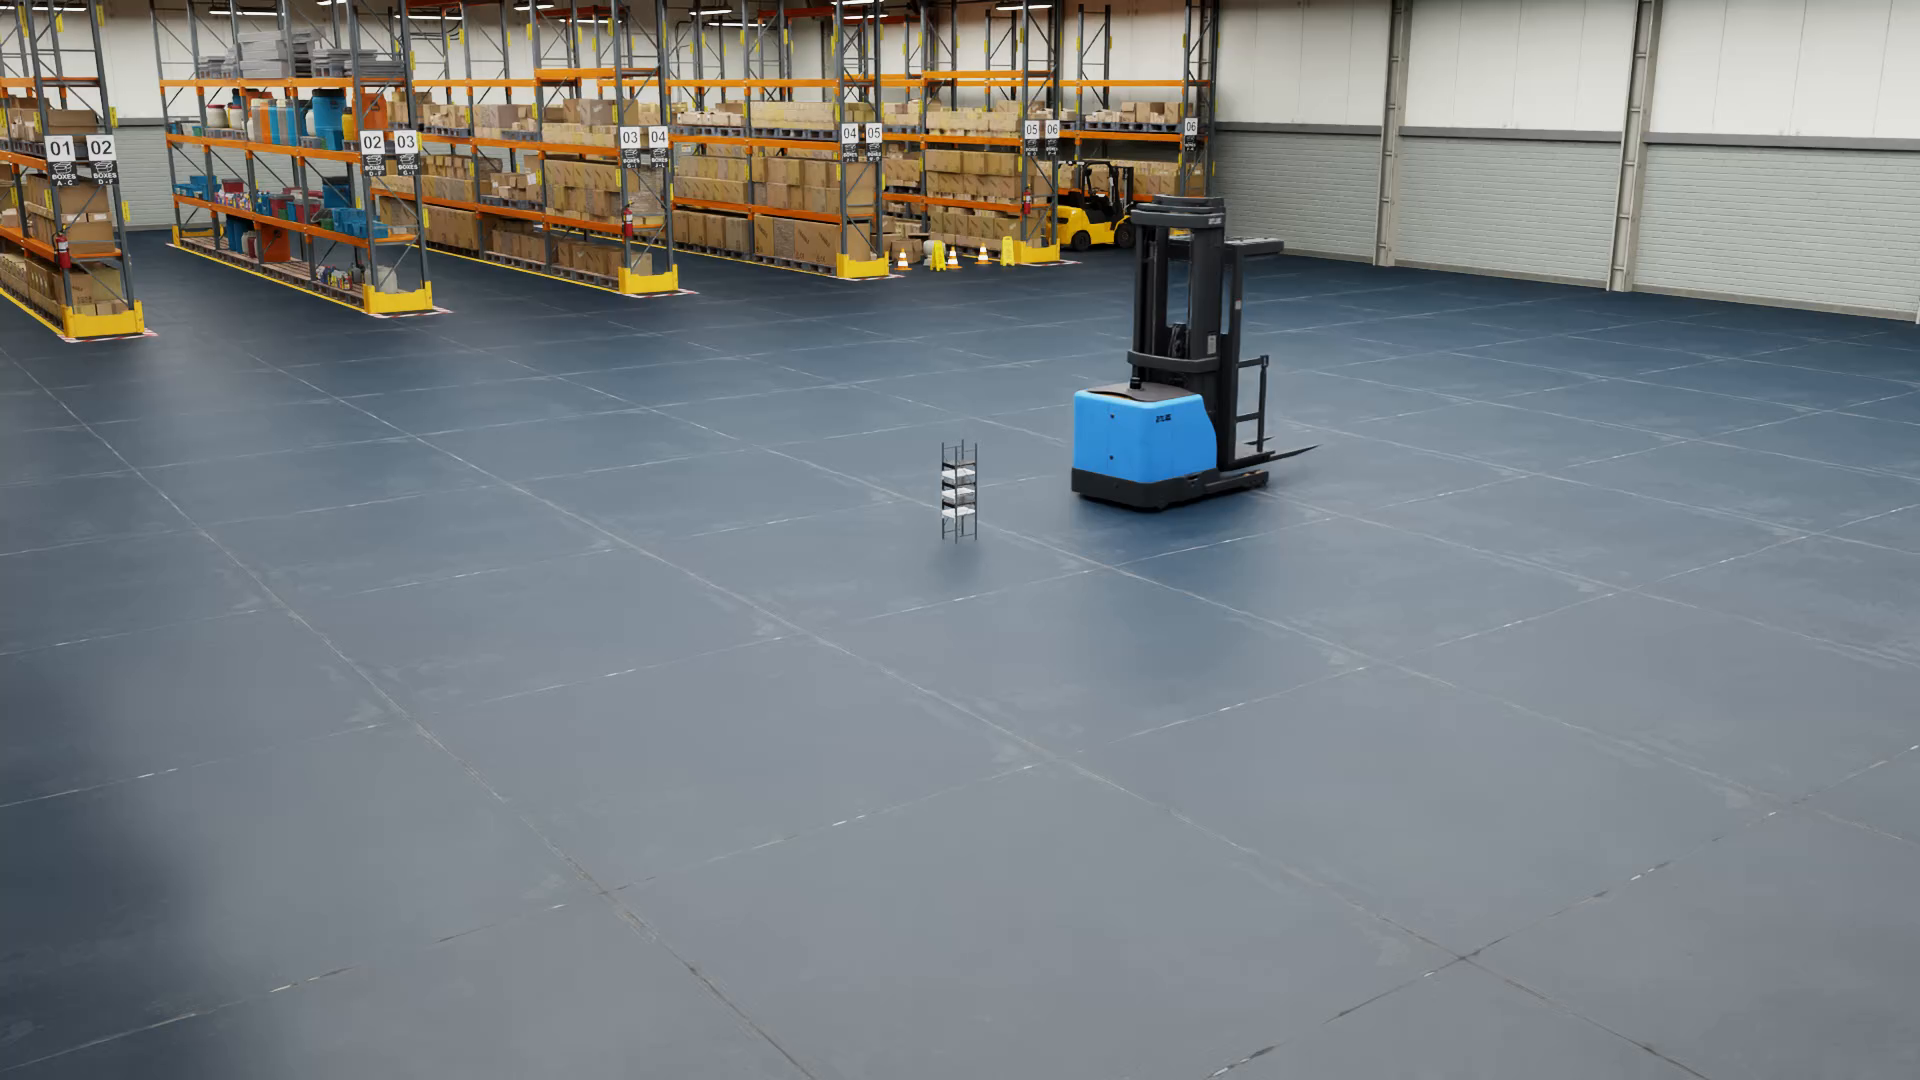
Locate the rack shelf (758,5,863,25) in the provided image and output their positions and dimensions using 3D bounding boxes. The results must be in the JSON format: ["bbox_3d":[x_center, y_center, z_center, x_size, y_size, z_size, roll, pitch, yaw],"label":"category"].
[{"bbox_3d":[-4.044,-14.236,45.109,1.077,0.370,4.000,-11,19,-35],"label":"rack shelf"}]

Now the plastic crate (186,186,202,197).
[{"bbox_3d":[-18.765,-8.559,40.871,0.416,0.233,0.300,-11,19,-35],"label":"plastic crate"}]

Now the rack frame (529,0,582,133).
[{"bbox_3d":[-8.532,-10.160,35.152,1.000,3.000,0.127,-11,19,-35],"label":"rack frame"}]

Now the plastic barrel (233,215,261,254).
[{"bbox_3d":[-16.520,-7.127,38.612,0.600,0.901,0.708,-11,19,-35],"label":"plastic barrel"}]

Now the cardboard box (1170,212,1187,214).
[{"bbox_3d":[5.326,-8.130,41.619,0.500,0.250,0.500,-10,18,-33],"label":"cardboard box"}]

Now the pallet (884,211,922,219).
[{"bbox_3d":[-1.610,-10.086,51.528,1.003,0.211,1.213,-11,19,-35],"label":"pallet"}]

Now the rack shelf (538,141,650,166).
[{"bbox_3d":[-7.356,-7.939,34.083,1.077,0.370,4.000,-11,19,-35],"label":"rack shelf"}]

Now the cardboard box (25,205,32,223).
[{"bbox_3d":[-17.295,-6.057,31.335,0.500,0.500,0.500,-9,18,-31],"label":"cardboard box"}]

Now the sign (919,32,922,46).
[{"bbox_3d":[-0.962,-12.138,40.309,0.100,0.325,0.005,-11,19,-35],"label":"sign"}]

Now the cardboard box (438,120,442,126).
[{"bbox_3d":[-12.482,-10.162,40.520,0.380,0.149,0.250,-12,19,-37],"label":"cardboard box"}]

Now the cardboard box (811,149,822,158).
[{"bbox_3d":[-3.692,-10.368,45.190,0.500,0.500,0.500,-10,18,-34],"label":"cardboard box"}]

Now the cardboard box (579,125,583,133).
[{"bbox_3d":[-7.479,-8.335,33.693,0.380,0.149,0.250,-12,19,-37],"label":"cardboard box"}]

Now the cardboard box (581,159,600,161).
[{"bbox_3d":[-7.750,-7.781,35.175,0.500,0.500,0.500,-11,19,-35],"label":"cardboard box"}]

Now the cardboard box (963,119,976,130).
[{"bbox_3d":[0.415,-9.861,39.462,0.500,0.250,0.500,-11,19,-34],"label":"cardboard box"}]

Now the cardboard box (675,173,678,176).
[{"bbox_3d":[-7.096,-9.286,42.439,0.380,0.149,0.250,-10,18,-32],"label":"cardboard box"}]

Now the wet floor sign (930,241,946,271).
[{"bbox_3d":[-0.490,-6.326,36.968,0.232,0.644,0.267,14,21,42],"label":"wet floor sign"}]

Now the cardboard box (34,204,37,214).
[{"bbox_3d":[-16.090,-5.839,29.311,0.380,0.149,0.250,-11,19,-35],"label":"cardboard box"}]

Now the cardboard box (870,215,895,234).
[{"bbox_3d":[-1.938,-7.682,40.761,0.500,0.500,0.500,-11,19,-35],"label":"cardboard box"}]

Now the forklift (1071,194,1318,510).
[{"bbox_3d":[2.535,-2.014,16.883,3.031,2.935,1.130,-14,20,-41],"label":"forklift"}]

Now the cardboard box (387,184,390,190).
[{"bbox_3d":[-14.888,-9.307,43.873,0.380,0.149,0.250,-11,19,-35],"label":"cardboard box"}]

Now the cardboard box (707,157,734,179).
[{"bbox_3d":[-5.654,-8.976,40.106,0.700,0.500,0.500,-11,19,-35],"label":"cardboard box"}]

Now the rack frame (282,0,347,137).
[{"bbox_3d":[-12.538,-9.391,32.343,1.000,3.000,0.127,-11,19,-35],"label":"rack frame"}]

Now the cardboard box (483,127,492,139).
[{"bbox_3d":[-10.512,-9.246,37.777,0.500,0.250,0.500,-10,18,-33],"label":"cardboard box"}]

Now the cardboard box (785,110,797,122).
[{"bbox_3d":[-3.507,-9.313,36.473,0.500,0.250,0.500,-11,19,-34],"label":"cardboard box"}]

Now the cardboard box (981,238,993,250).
[{"bbox_3d":[0.845,-7.070,39.638,0.500,0.250,0.500,-11,19,-34],"label":"cardboard box"}]

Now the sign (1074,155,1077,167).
[{"bbox_3d":[3.064,-10.010,43.924,0.100,0.325,0.005,-11,19,-35],"label":"sign"}]

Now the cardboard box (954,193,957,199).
[{"bbox_3d":[0.080,-8.358,40.409,0.380,0.149,0.250,-11,19,-35],"label":"cardboard box"}]

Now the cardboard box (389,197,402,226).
[{"bbox_3d":[-14.612,-8.688,44.367,0.875,0.875,0.875,-11,19,-35],"label":"cardboard box"}]

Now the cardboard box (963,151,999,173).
[{"bbox_3d":[0.503,-9.030,39.740,0.700,0.500,0.500,-11,19,-35],"label":"cardboard box"}]

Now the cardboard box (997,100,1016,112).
[{"bbox_3d":[1.374,-11.984,46.321,0.500,0.500,0.500,-11,19,-34],"label":"cardboard box"}]

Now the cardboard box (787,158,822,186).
[{"bbox_3d":[-3.330,-8.176,36.937,0.875,0.550,0.500,-11,19,-35],"label":"cardboard box"}]

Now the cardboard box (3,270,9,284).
[{"bbox_3d":[-18.533,-5.196,32.790,0.500,0.250,0.500,-12,19,-36],"label":"cardboard box"}]

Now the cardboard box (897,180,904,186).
[{"bbox_3d":[-1.363,-9.062,42.183,0.380,0.149,0.250,-11,19,-35],"label":"cardboard box"}]

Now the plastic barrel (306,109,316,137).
[{"bbox_3d":[-12.444,-8.079,32.221,0.421,0.512,0.421,0,15,0],"label":"plastic barrel"}]

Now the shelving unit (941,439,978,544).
[{"bbox_3d":[-0.005,-0.436,14.964,0.258,0.900,0.210,-11,19,-35],"label":"shelving unit"}]

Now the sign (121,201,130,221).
[{"bbox_3d":[-13.743,-5.416,27.393,0.100,0.325,0.005,-11,19,-35],"label":"sign"}]

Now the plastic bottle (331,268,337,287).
[{"bbox_3d":[-12.039,-5.065,32.083,0.144,0.351,0.185,-11,19,-35],"label":"plastic bottle"}]

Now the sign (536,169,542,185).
[{"bbox_3d":[-8.979,-7.738,35.473,0.100,0.325,0.005,-11,19,-35],"label":"sign"}]

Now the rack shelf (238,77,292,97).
[{"bbox_3d":[-13.714,-9.279,34.051,1.077,0.370,4.000,-11,19,-35],"label":"rack shelf"}]

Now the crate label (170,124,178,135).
[{"bbox_3d":[-19.313,-10.188,41.218,0.408,0.251,0.502,-11,19,-35],"label":"crate label"}]

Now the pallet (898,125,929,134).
[{"bbox_3d":[-0.793,-10.309,41.735,1.213,0.211,1.003,-11,19,-35],"label":"pallet"}]

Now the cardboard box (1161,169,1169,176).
[{"bbox_3d":[5.244,-9.164,41.456,0.380,0.149,0.250,-11,18,-34],"label":"cardboard box"}]

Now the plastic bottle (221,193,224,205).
[{"bbox_3d":[-17.017,-7.879,38.425,0.097,0.271,0.097,0,15,0],"label":"plastic bottle"}]

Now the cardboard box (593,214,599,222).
[{"bbox_3d":[-7.263,-6.585,33.928,0.380,0.149,0.250,-11,19,-35],"label":"cardboard box"}]

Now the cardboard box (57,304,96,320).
[{"bbox_3d":[-14.750,-3.821,27.766,0.500,0.250,0.500,-11,19,-35],"label":"cardboard box"}]

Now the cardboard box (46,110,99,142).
[{"bbox_3d":[-14.530,-6.766,27.175,0.797,0.503,0.637,-9,18,-31],"label":"cardboard box"}]

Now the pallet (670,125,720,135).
[{"bbox_3d":[-6.391,-10.096,40.955,1.213,0.211,1.003,-10,18,-32],"label":"pallet"}]

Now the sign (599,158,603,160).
[{"bbox_3d":[-9.599,-10.055,44.491,0.100,0.325,0.005,-11,19,-35],"label":"sign"}]

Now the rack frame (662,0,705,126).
[{"bbox_3d":[-6.813,-11.763,41.007,1.000,3.000,0.127,-11,19,-35],"label":"rack frame"}]

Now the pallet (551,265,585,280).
[{"bbox_3d":[-8.109,-5.784,35.808,1.003,0.211,1.213,-11,19,-35],"label":"pallet"}]

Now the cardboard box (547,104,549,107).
[{"bbox_3d":[-11.510,-12.281,47.163,0.380,0.149,0.250,-11,19,-35],"label":"cardboard box"}]
